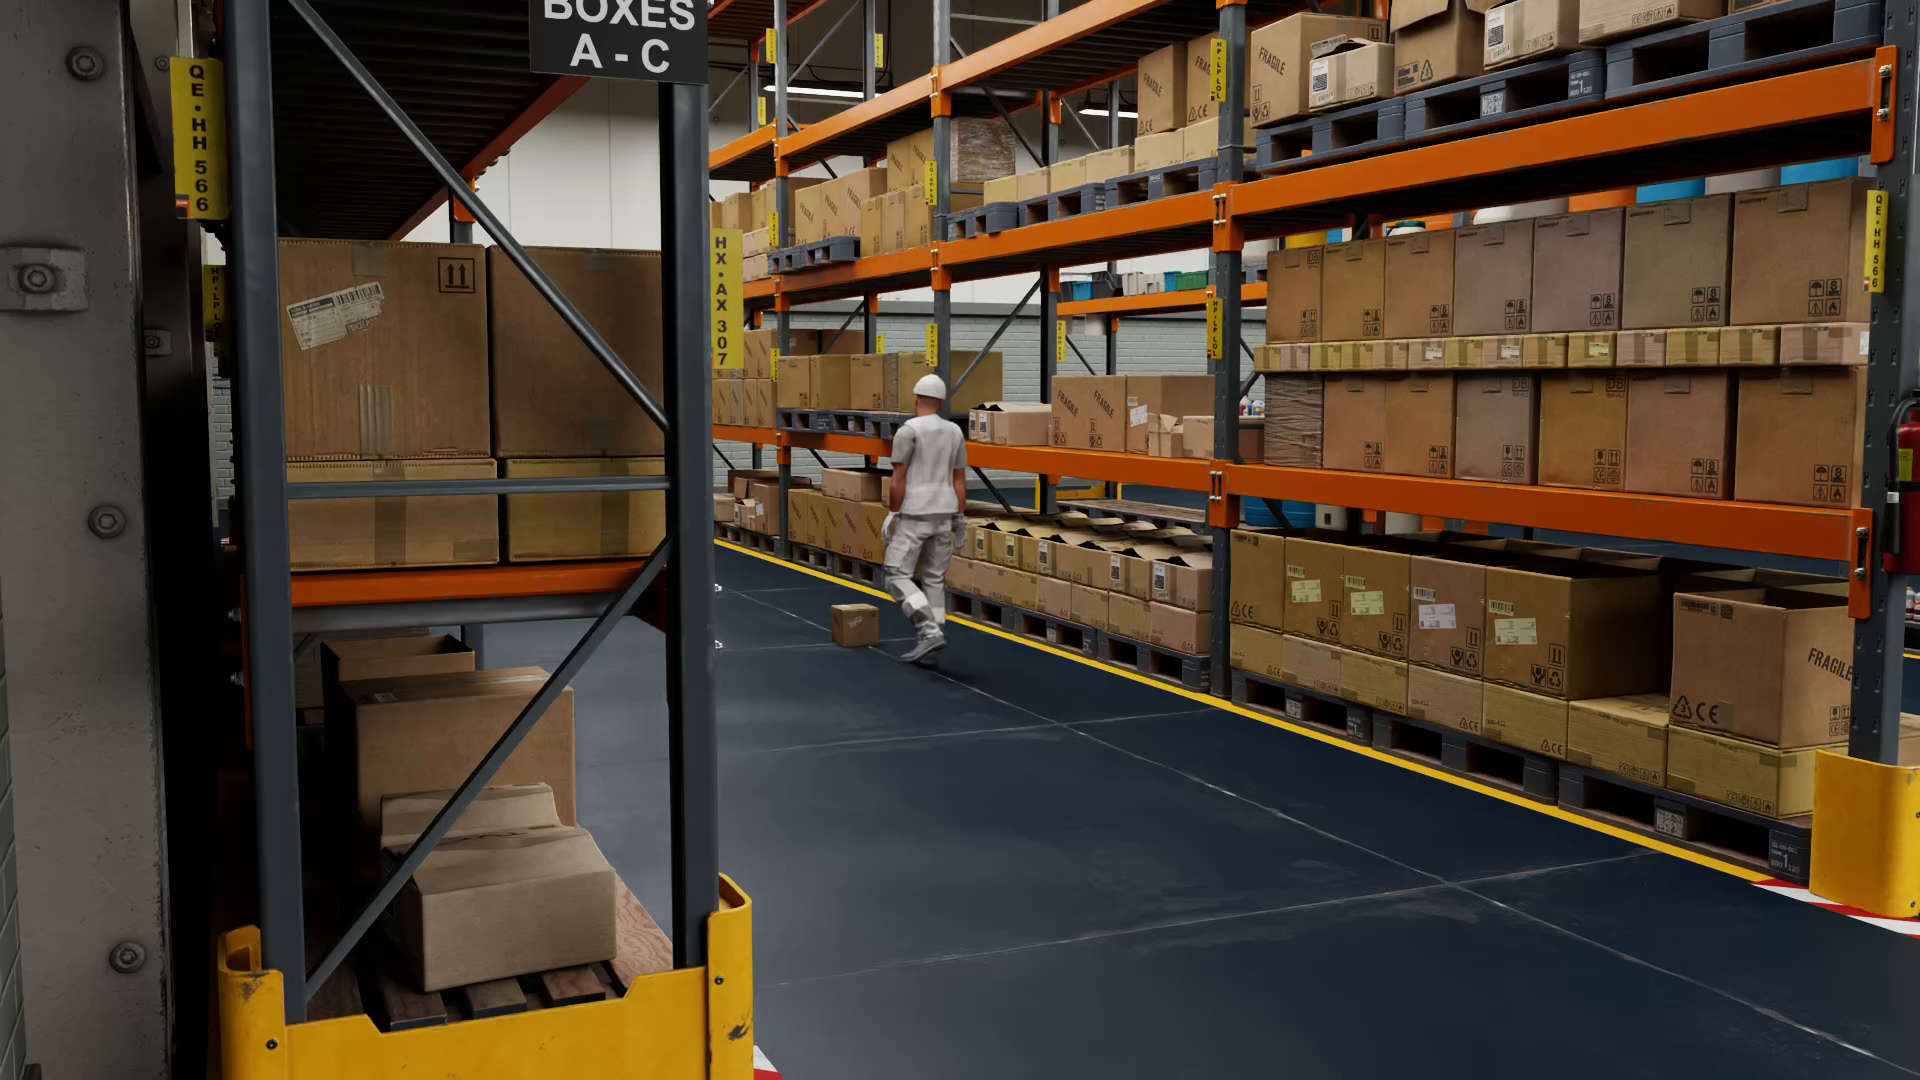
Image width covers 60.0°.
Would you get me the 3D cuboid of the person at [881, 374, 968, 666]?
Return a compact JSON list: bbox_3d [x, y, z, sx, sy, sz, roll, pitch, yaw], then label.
[{"bbox_3d":[-0.183,-0.114,10.115,0.606,1.783,0.592,-4,7,-36],"label":"person"}]
